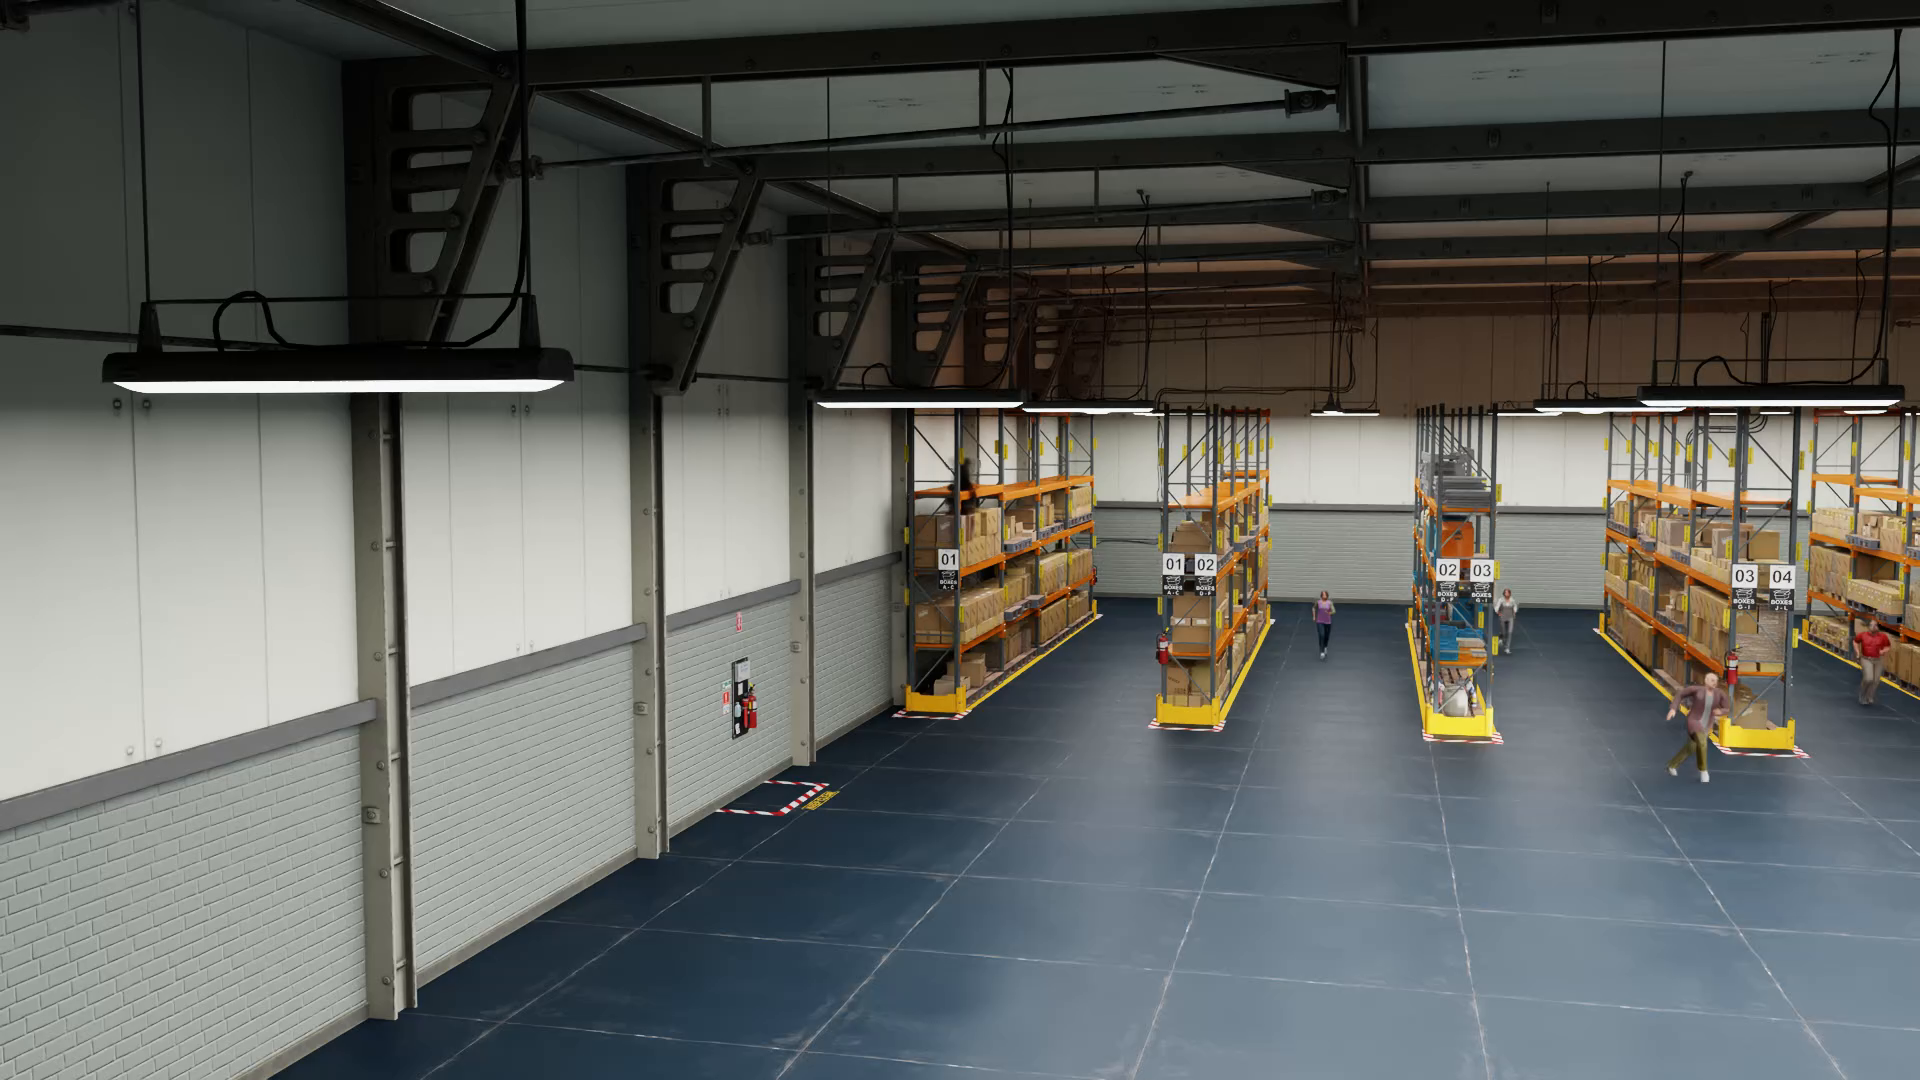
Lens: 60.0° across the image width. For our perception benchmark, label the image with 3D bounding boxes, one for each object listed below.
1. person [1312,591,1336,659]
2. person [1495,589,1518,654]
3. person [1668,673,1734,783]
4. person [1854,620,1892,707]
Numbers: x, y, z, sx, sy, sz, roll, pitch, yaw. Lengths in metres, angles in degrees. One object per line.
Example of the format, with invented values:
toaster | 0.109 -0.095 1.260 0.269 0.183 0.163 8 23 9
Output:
person | 8.721 2.008 39.841 0.532 1.583 0.893 0 4 6
person | 13.386 1.986 40.727 0.545 1.575 0.691 0 4 6
person | 11.764 2.998 26.379 0.838 1.622 0.763 -1 4 -11
person | 18.188 2.501 33.095 0.627 1.695 0.738 1 4 14
